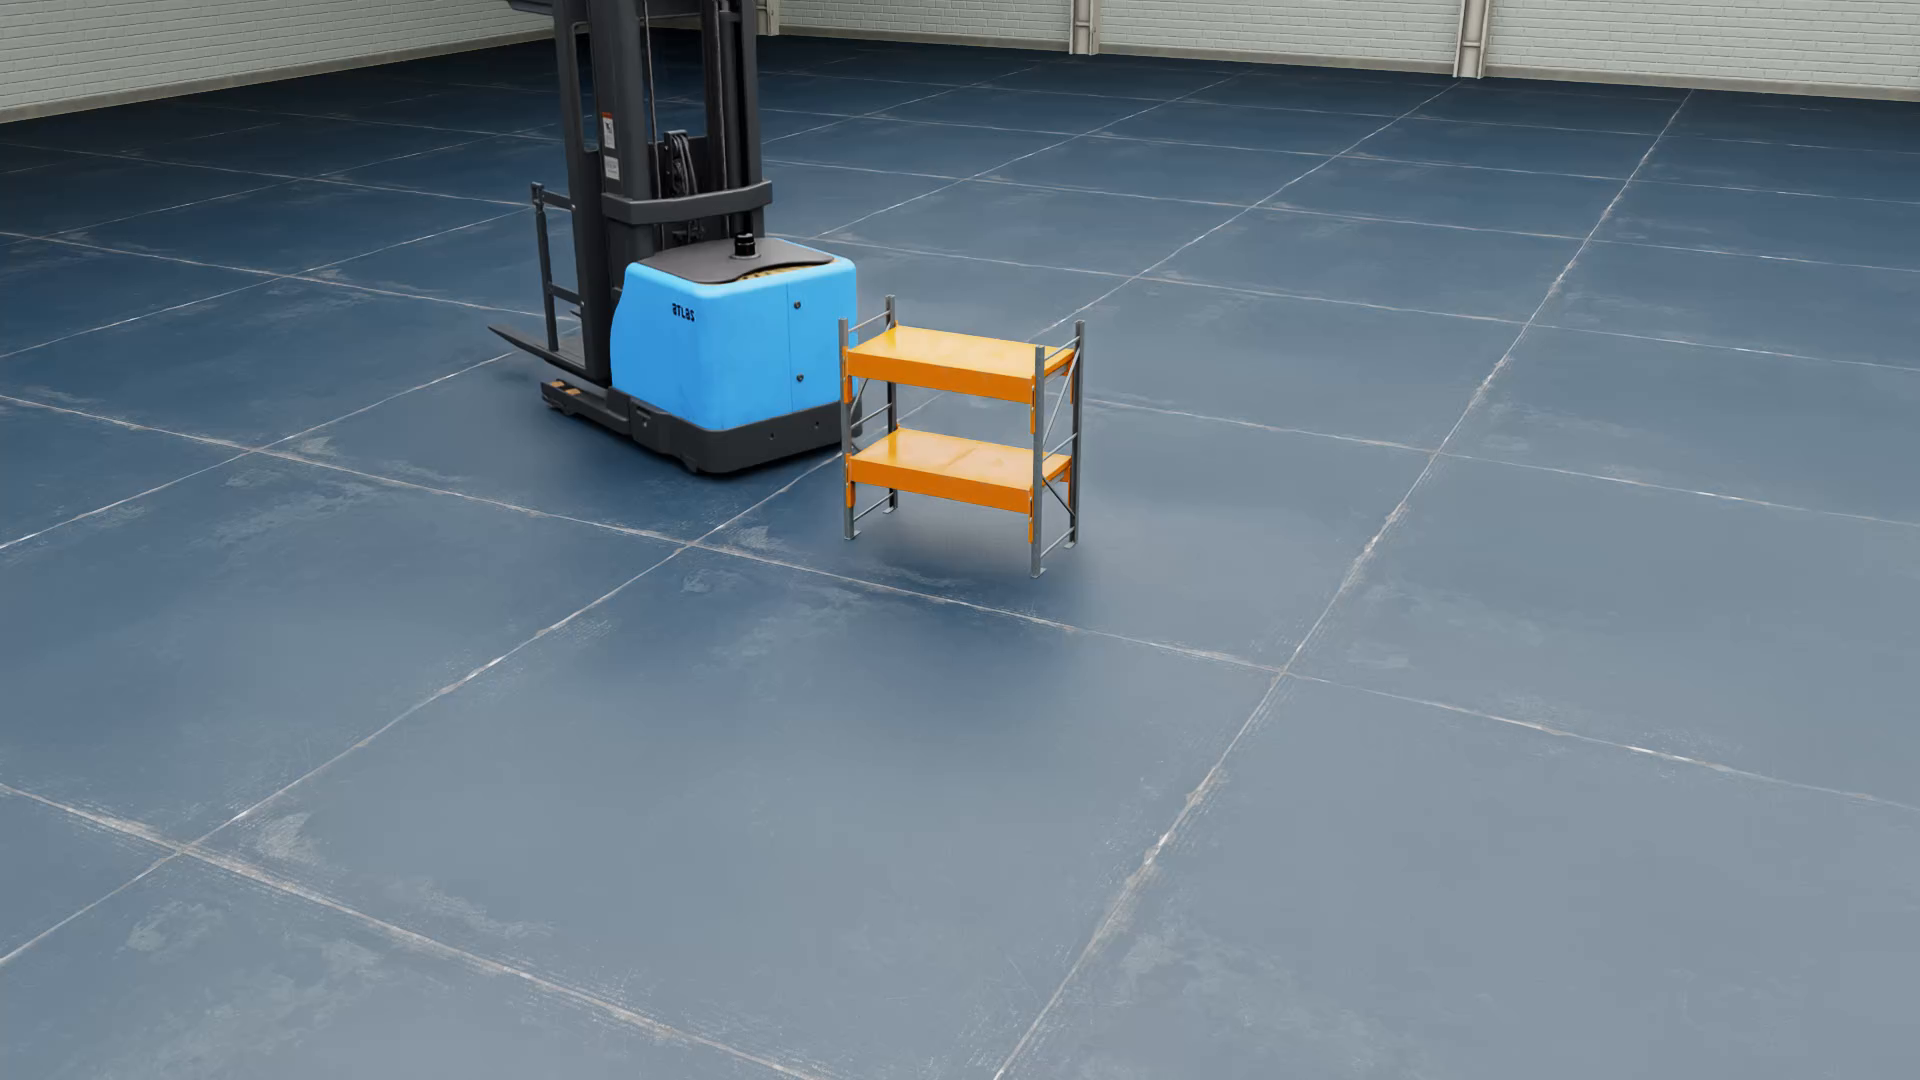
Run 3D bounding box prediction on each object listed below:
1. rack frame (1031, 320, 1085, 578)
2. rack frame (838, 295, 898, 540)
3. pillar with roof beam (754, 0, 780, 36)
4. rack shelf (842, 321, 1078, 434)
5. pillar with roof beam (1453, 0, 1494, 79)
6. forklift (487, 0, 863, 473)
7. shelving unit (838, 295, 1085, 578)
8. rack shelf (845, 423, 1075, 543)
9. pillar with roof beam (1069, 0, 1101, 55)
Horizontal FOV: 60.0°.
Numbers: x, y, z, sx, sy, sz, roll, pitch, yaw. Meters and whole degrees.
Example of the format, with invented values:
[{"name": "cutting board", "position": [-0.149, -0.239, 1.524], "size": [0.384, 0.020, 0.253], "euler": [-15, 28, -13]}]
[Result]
[{"name": "rack frame", "position": [0.460, -0.427, 7.816], "size": [0.032, 1.125, 0.500], "euler": [11, 25, 25]}, {"name": "rack frame", "position": [-0.448, -0.606, 8.238], "size": [0.032, 1.125, 0.500], "euler": [11, 25, 25]}, {"name": "pillar with roof beam", "position": [-5.324, -11.434, 23.637], "size": [0.400, 9.000, 9.100], "euler": [11, 25, 25]}, {"name": "rack shelf", "position": [0.006, -0.786, 7.913], "size": [1.000, 0.278, 0.538], "euler": [11, 25, 25]}, {"name": "pillar with roof beam", "position": [5.386, -9.315, 18.655], "size": [0.400, 9.000, 9.100], "euler": [11, 25, 25]}, {"name": "forklift", "position": [-1.897, -2.206, 9.691], "size": [1.130, 2.935, 3.031], "euler": [-19, 29, -37]}, {"name": "shelving unit", "position": [0.006, -0.516, 8.027], "size": [1.048, 1.125, 0.538], "euler": [11, 25, 25]}, {"name": "rack shelf", "position": [0.006, -0.291, 8.123], "size": [1.000, 0.278, 0.538], "euler": [11, 25, 25]}, {"name": "pillar with roof beam", "position": [0.031, -10.374, 21.146], "size": [0.400, 9.000, 9.100], "euler": [11, 25, 25]}]
